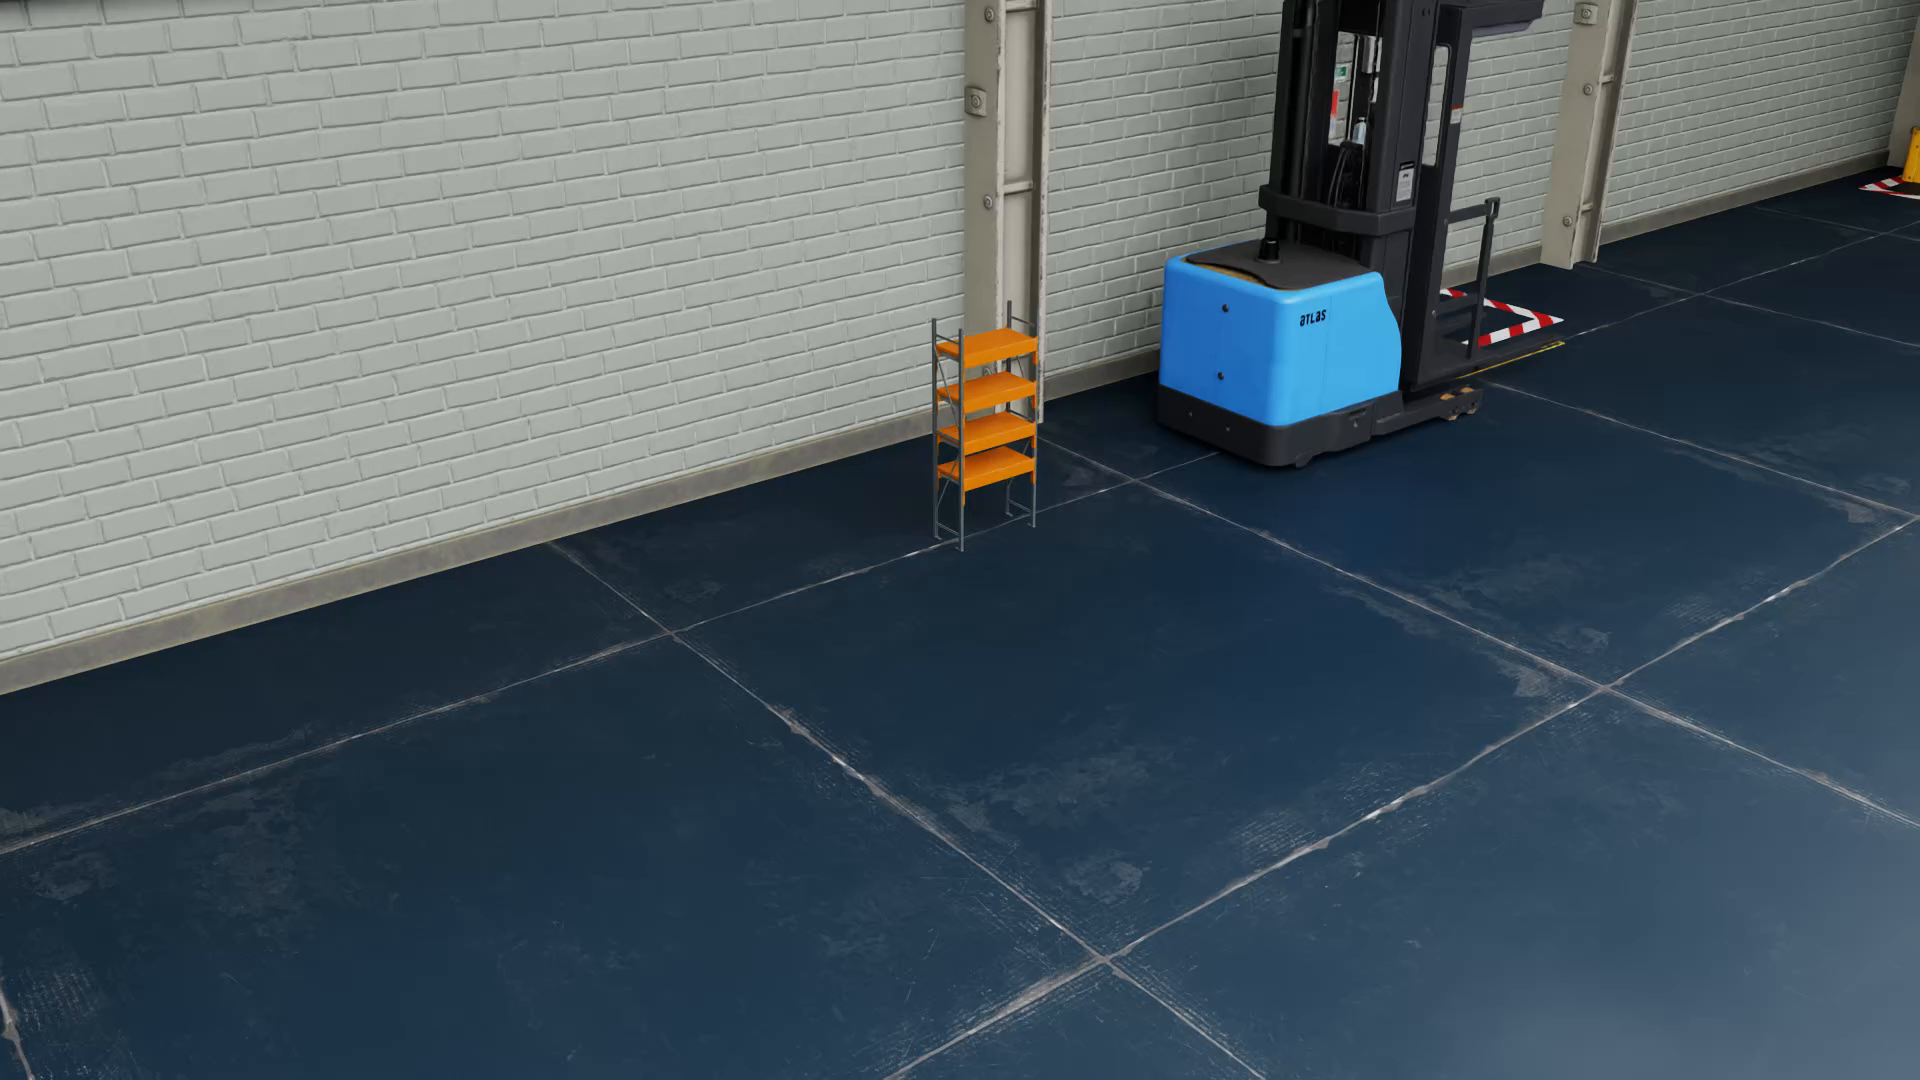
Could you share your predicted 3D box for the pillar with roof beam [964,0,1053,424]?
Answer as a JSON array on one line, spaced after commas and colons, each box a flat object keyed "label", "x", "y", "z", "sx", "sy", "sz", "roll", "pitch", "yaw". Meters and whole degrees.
[{"label": "pillar with roof beam", "x": 2.928, "y": -3.390, "z": 5.365, "sx": 0.400, "sy": 9.000, "sz": 9.100, "roll": -18, "pitch": 31, "yaw": -34}]

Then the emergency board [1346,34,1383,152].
[{"label": "emergency board", "x": 3.025, "y": -3.024, "z": 11.703, "sx": 0.643, "sy": 1.169, "sz": 0.194, "roll": -18, "pitch": 31, "yaw": -34}]

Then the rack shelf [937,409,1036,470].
[{"label": "rack shelf", "x": 0.130, "y": -0.526, "z": 8.618, "sx": 0.480, "sy": 0.148, "sz": 0.258, "roll": -18, "pitch": 31, "yaw": -34}]

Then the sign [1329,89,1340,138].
[{"label": "sign", "x": 2.526, "y": -2.931, "z": 11.460, "sx": 0.234, "sy": 0.329, "sz": 0.001, "roll": -18, "pitch": 31, "yaw": -34}]

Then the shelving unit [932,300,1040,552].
[{"label": "shelving unit", "x": 0.130, "y": -0.587, "z": 8.590, "sx": 0.503, "sy": 1.200, "sz": 0.258, "roll": -18, "pitch": 31, "yaw": -34}]

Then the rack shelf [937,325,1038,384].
[{"label": "rack shelf", "x": 0.130, "y": -0.944, "z": 8.425, "sx": 0.480, "sy": 0.148, "sz": 0.258, "roll": -18, "pitch": 31, "yaw": -34}]

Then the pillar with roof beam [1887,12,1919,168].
[{"label": "pillar with roof beam", "x": 12.371, "y": -6.507, "z": 12.082, "sx": 0.400, "sy": 9.000, "sz": 9.100, "roll": -18, "pitch": 31, "yaw": -34}]

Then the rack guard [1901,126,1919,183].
[{"label": "rack guard", "x": 9.757, "y": -3.630, "z": 15.977, "sx": 0.348, "sy": 0.500, "sz": 1.175, "roll": -18, "pitch": 31, "yaw": -34}]

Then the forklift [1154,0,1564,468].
[{"label": "forklift", "x": 2.664, "y": -2.228, "z": 10.069, "sx": 3.031, "sy": 2.935, "sz": 1.130, "roll": -18, "pitch": 30, "yaw": -34}]

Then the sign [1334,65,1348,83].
[{"label": "sign", "x": 2.535, "y": -3.170, "z": 11.345, "sx": 0.331, "sy": 0.109, "sz": 0.001, "roll": -18, "pitch": 31, "yaw": -34}]

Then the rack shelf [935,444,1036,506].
[{"label": "rack shelf", "x": 0.130, "y": -0.346, "z": 8.702, "sx": 0.480, "sy": 0.148, "sz": 0.258, "roll": -18, "pitch": 31, "yaw": -34}]

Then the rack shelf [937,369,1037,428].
[{"label": "rack shelf", "x": 0.130, "y": -0.729, "z": 8.524, "sx": 0.480, "sy": 0.148, "sz": 0.258, "roll": -18, "pitch": 31, "yaw": -34}]

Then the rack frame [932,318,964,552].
[{"label": "rack frame", "x": -0.062, "y": -0.524, "z": 8.453, "sx": 0.015, "sy": 1.200, "sz": 0.240, "roll": -18, "pitch": 31, "yaw": -34}]

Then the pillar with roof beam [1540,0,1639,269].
[{"label": "pillar with roof beam", "x": 7.649, "y": -4.949, "z": 8.724, "sx": 0.400, "sy": 9.000, "sz": 9.100, "roll": -18, "pitch": 31, "yaw": -34}]

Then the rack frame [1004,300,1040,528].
[{"label": "rack frame", "x": 0.322, "y": -0.651, "z": 8.727, "sx": 0.015, "sy": 1.200, "sz": 0.240, "roll": -18, "pitch": 31, "yaw": -34}]
